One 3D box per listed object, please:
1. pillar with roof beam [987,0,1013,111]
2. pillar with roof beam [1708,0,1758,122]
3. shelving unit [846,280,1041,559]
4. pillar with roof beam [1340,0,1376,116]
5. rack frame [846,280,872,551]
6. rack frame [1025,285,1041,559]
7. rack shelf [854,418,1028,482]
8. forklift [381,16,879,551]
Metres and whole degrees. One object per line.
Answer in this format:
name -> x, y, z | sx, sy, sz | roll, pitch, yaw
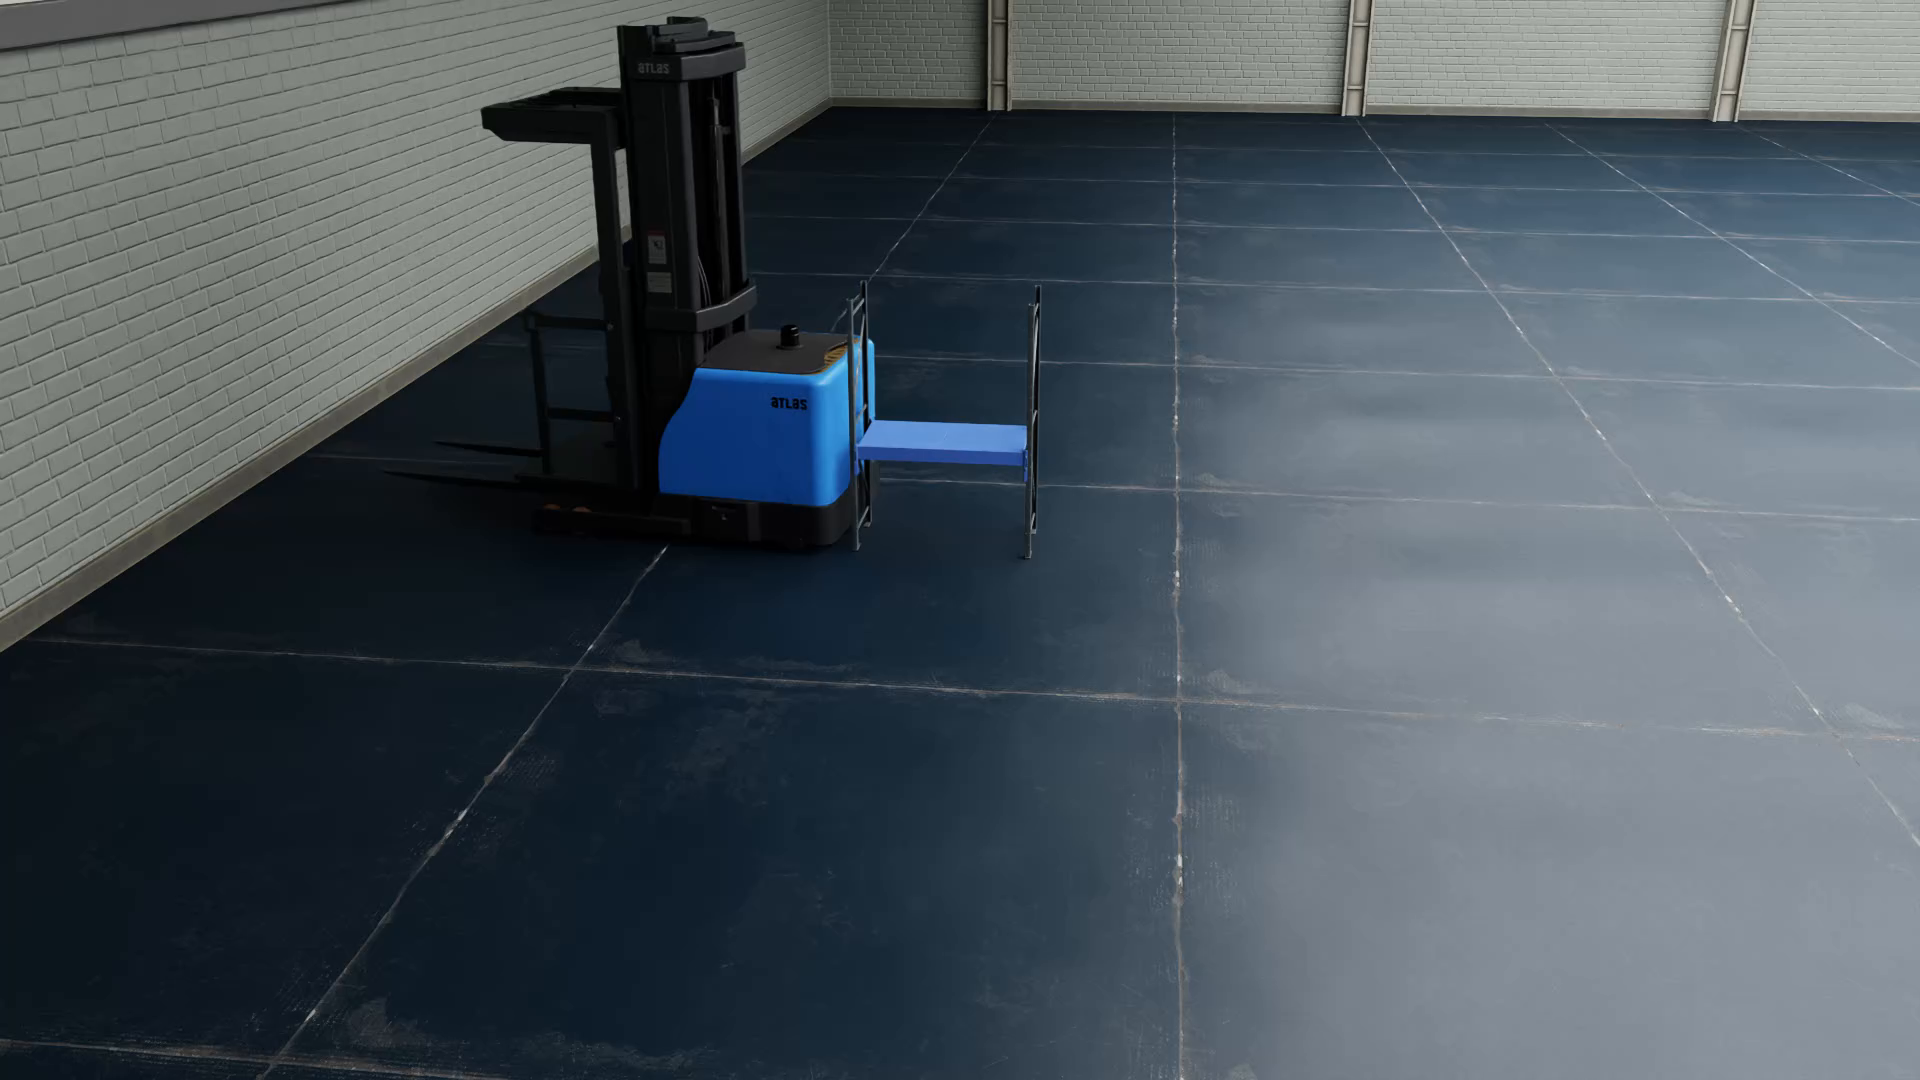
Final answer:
pillar with roof beam -> 0.177, -10.068, 23.168 | 0.400, 9.000, 9.100 | 2, 22, 6
pillar with roof beam -> 12.093, -9.549, 21.854 | 0.400, 9.000, 9.100 | 2, 22, 6
shelving unit -> -0.083, -0.701, 9.673 | 1.048, 1.500, 0.538 | 3, 22, 6
pillar with roof beam -> 6.135, -9.809, 22.511 | 0.400, 9.000, 9.100 | 2, 22, 6
rack frame -> -0.588, -0.723, 9.730 | 0.032, 1.500, 0.500 | 3, 22, 6
rack frame -> 0.422, -0.679, 9.617 | 0.032, 1.500, 0.500 | 3, 22, 6
rack shelf -> -0.083, -0.534, 9.739 | 1.000, 0.185, 0.538 | 3, 22, 6
forklift -> -2.085, -1.576, 9.938 | 3.031, 2.935, 1.130 | 5, 22, 13
